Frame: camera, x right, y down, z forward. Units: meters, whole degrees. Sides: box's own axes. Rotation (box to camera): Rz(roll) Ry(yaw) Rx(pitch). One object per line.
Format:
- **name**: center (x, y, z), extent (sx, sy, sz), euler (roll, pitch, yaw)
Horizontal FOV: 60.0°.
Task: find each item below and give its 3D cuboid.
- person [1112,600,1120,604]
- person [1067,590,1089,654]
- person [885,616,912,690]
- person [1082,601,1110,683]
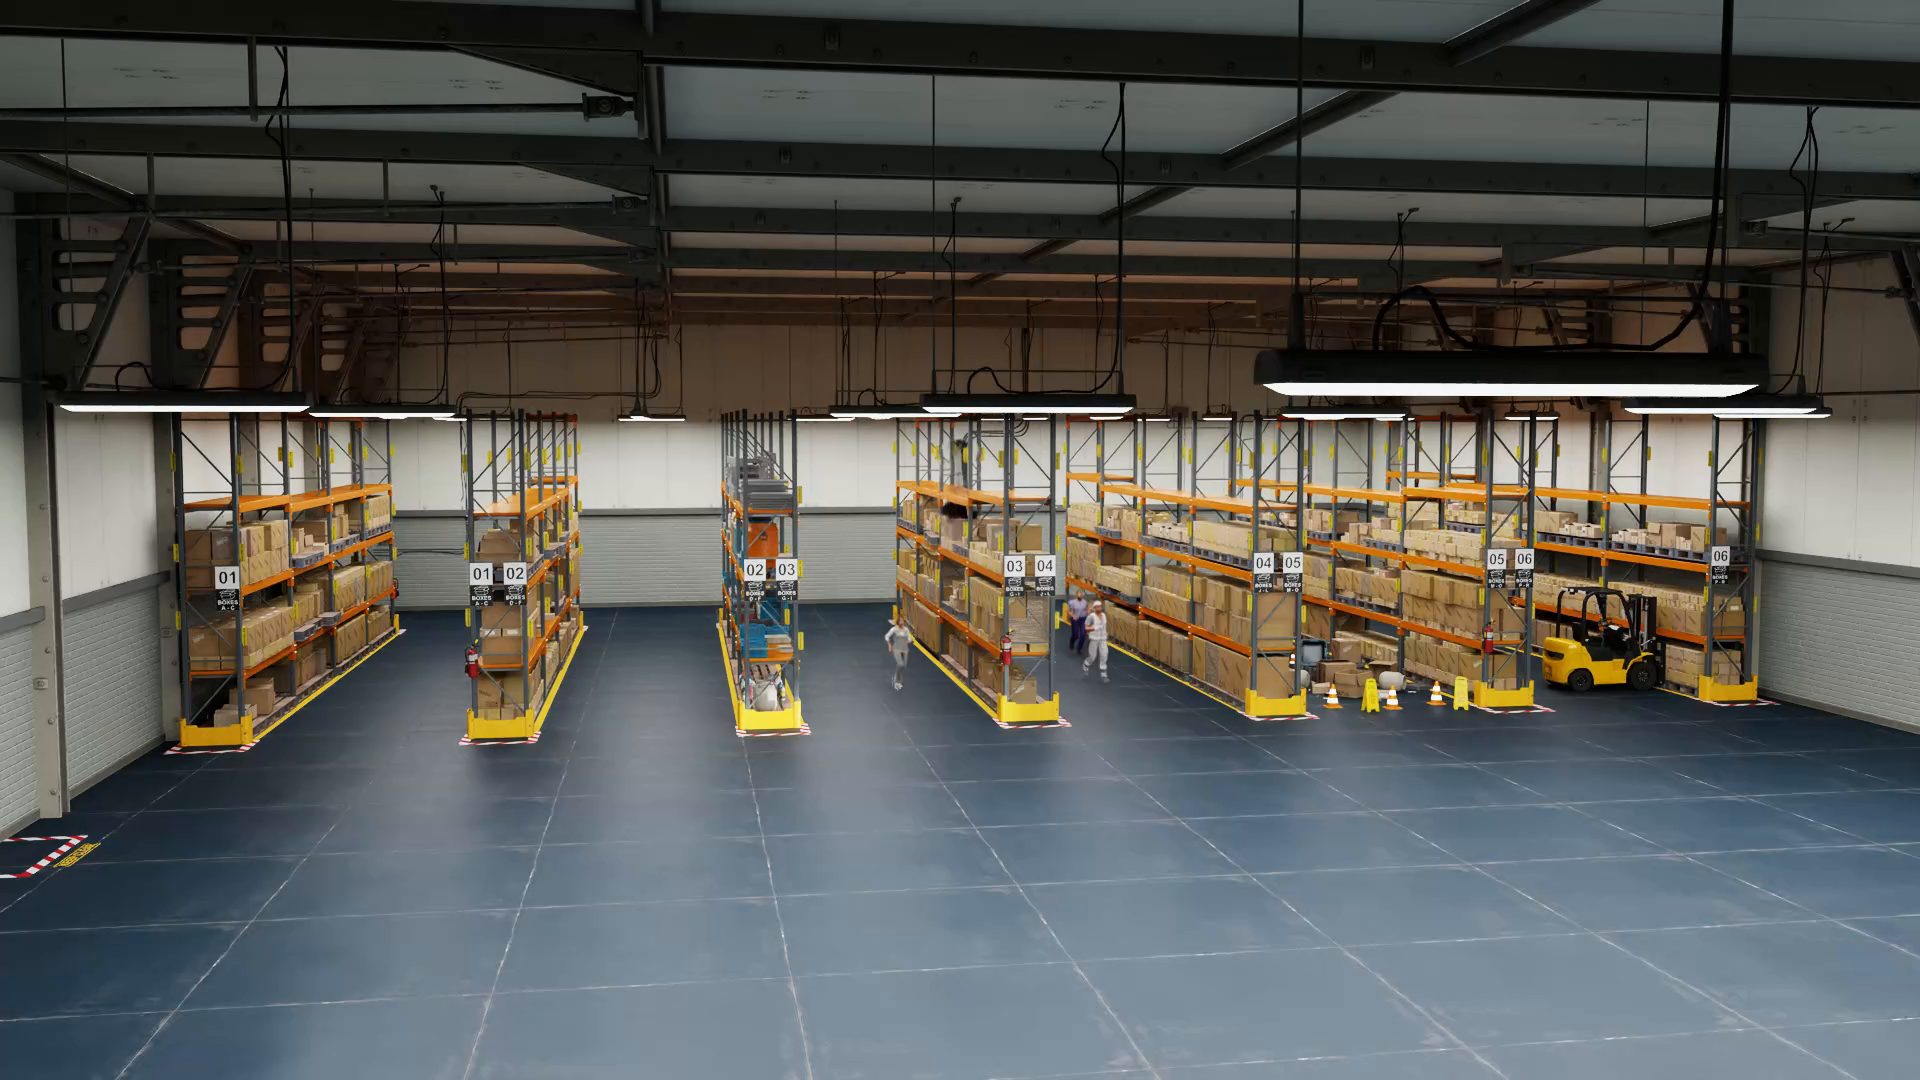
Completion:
- **person**: center (4.804, 1.381, 50.351), extent (0.598, 1.685, 0.664), euler (-2, 4, -23)
- **person**: center (2.953, 2.034, 41.444), extent (0.595, 1.601, 0.560), euler (-1, 4, -14)
- **person**: center (-1.285, 2.427, 35.751), extent (0.506, 1.592, 0.662), euler (-2, 4, -25)
- **person**: center (3.028, 2.228, 36.861), extent (0.672, 1.782, 0.961), euler (-2, 4, -27)
